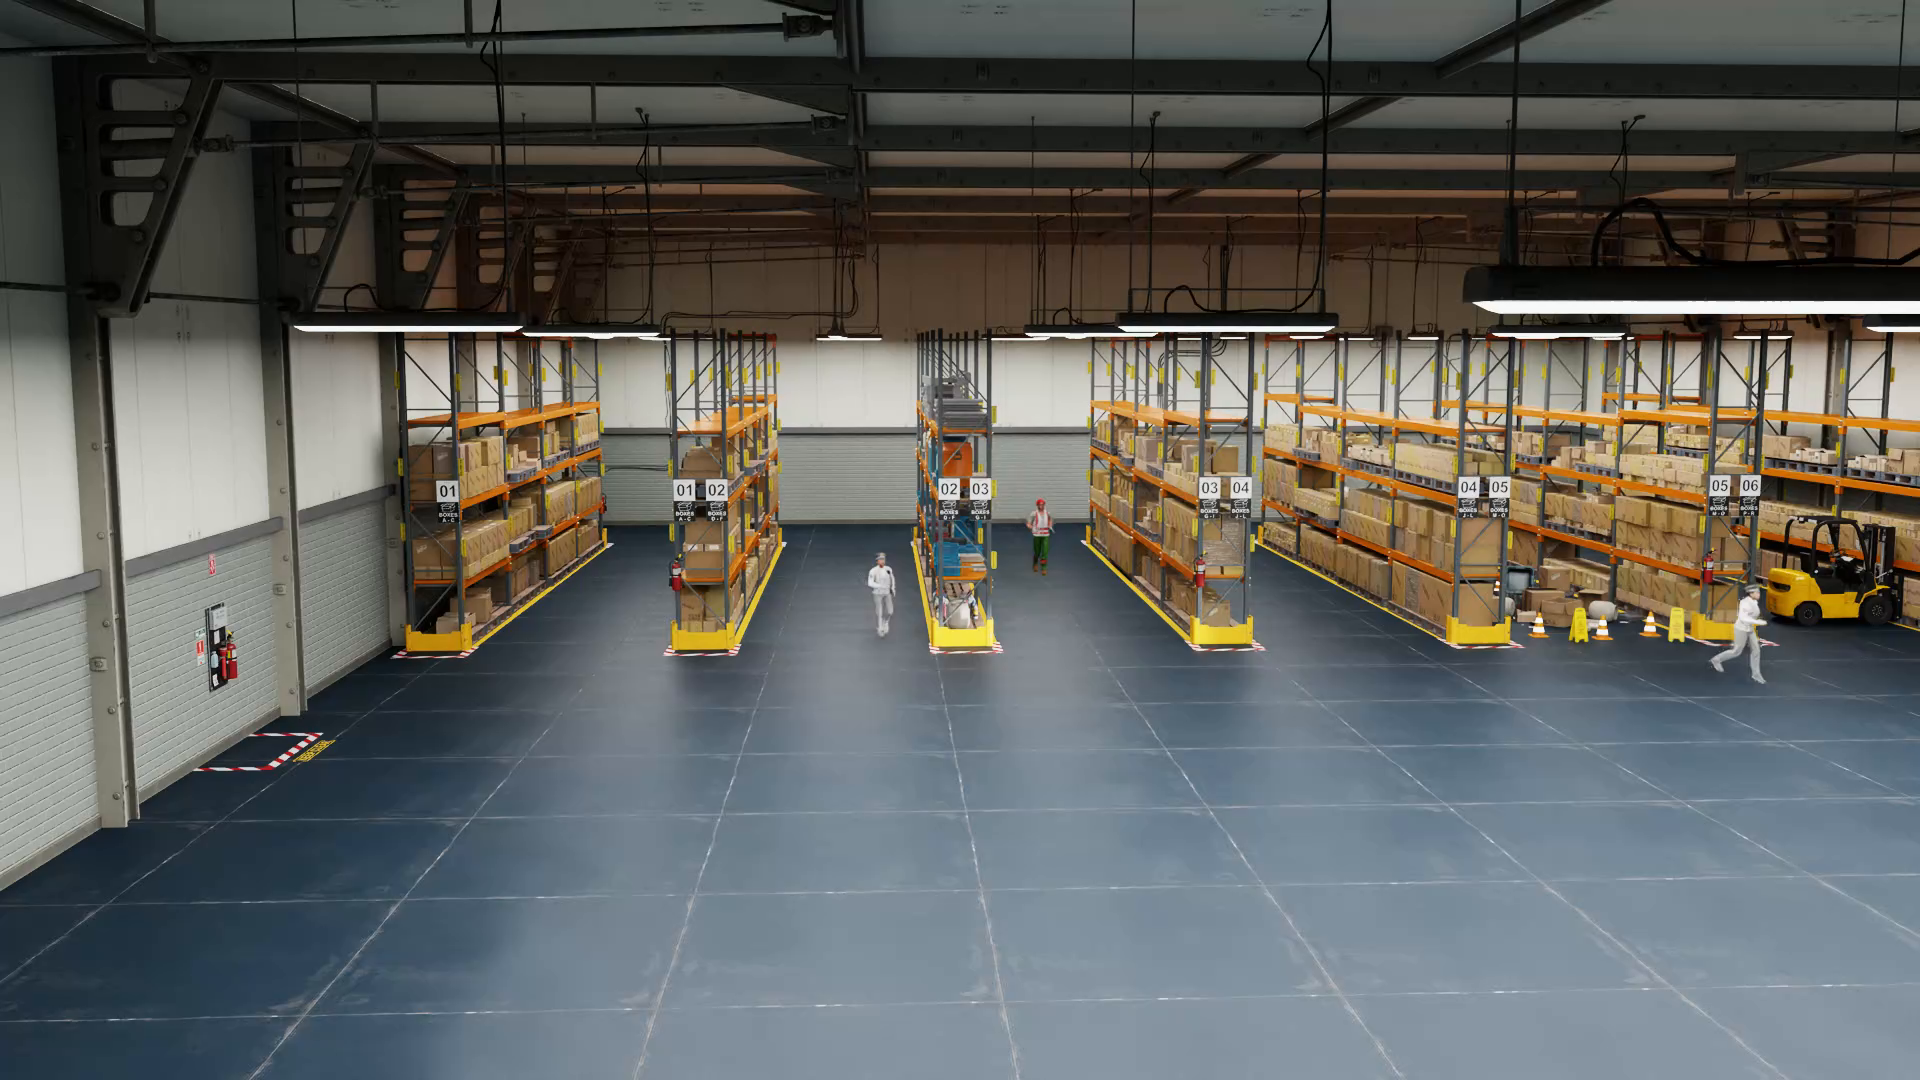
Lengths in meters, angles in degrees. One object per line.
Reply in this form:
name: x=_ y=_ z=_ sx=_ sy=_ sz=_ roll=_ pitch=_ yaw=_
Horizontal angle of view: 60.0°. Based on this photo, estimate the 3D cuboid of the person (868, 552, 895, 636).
person: x=-1.501 y=1.067 z=32.498 sx=0.595 sy=1.660 sz=0.584 roll=-2 pitch=7 yaw=-19

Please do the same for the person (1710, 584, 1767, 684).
person: x=13.346 y=1.571 z=28.399 sx=0.950 sy=1.699 sz=0.649 roll=6 pitch=9 yaw=43

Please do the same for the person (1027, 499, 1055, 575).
person: x=1.925 y=-0.085 z=39.361 sx=0.665 sy=1.781 sz=0.822 roll=-2 pitch=7 yaw=-15

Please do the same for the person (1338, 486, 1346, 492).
person: x=11.137 y=-0.999 z=49.536 sx=0.874 sy=1.796 sz=0.640 roll=-2 pitch=7 yaw=-15
